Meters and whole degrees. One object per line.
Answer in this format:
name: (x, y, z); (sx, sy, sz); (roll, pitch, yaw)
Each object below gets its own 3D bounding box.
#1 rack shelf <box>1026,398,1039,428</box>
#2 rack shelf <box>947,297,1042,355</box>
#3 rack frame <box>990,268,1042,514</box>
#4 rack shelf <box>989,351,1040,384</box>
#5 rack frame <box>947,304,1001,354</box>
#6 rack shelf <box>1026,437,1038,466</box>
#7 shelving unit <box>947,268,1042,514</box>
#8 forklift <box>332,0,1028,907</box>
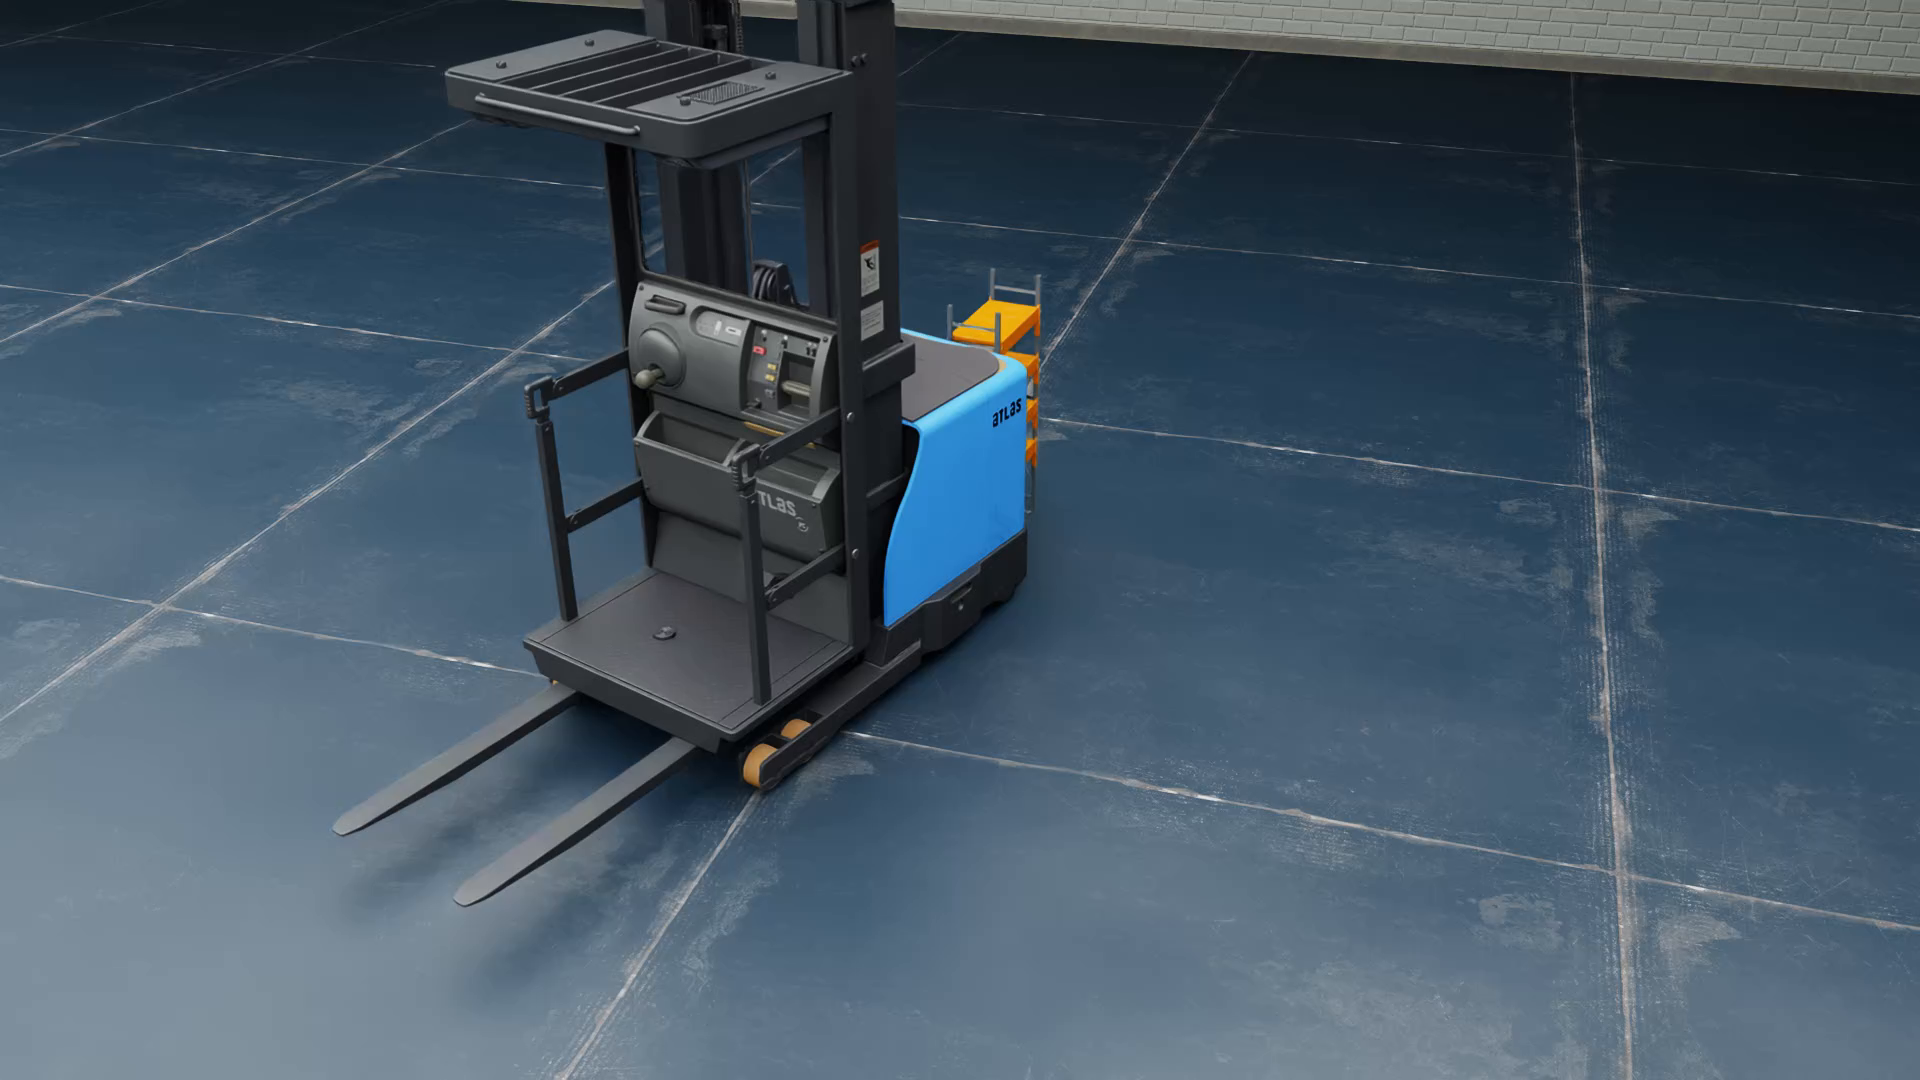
rack shelf: (0.155, -0.505, 7.562); (0.258, 0.148, 0.480); (12, 31, 20)
rack shelf: (0.155, -0.907, 7.339); (0.258, 0.148, 0.480); (12, 31, 20)
rack frame: (0.250, -0.673, 7.726); (0.240, 1.200, 0.015); (12, 31, 20)
rack shelf: (0.155, -0.701, 7.454); (0.258, 0.148, 0.480); (12, 31, 20)
rack frame: (0.060, -0.455, 7.333); (0.240, 1.200, 0.015); (12, 31, 20)
rack shelf: (0.155, -0.332, 7.659); (0.258, 0.148, 0.480); (12, 31, 20)
shelving unit: (0.155, -0.564, 7.530); (0.258, 1.200, 0.503); (12, 31, 20)
forklift: (-0.961, -0.631, 5.869); (1.130, 2.935, 3.031); (19, 34, 30)
